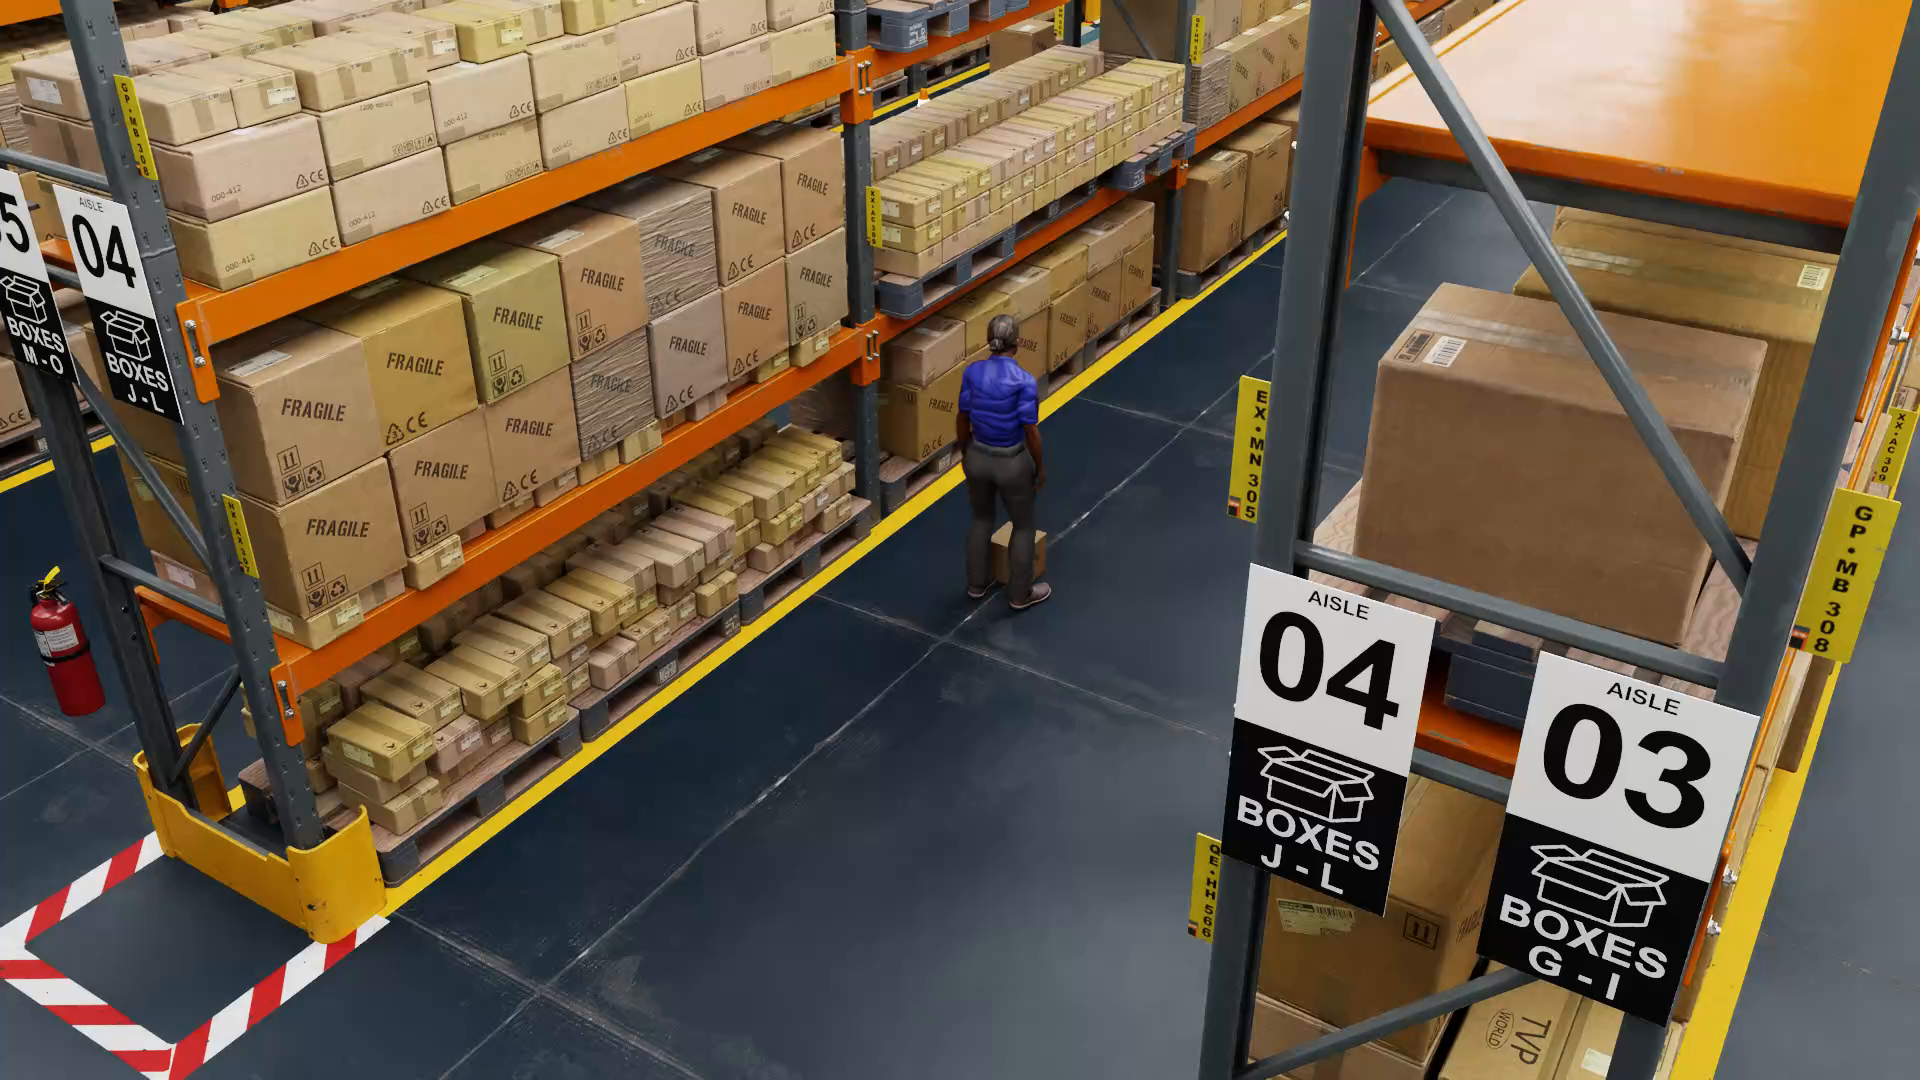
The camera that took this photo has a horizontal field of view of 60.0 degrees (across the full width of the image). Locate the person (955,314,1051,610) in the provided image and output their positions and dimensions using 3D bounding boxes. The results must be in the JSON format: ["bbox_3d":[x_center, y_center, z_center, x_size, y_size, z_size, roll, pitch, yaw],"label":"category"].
[{"bbox_3d":[0.224,-0.405,8.870,0.512,1.654,0.346,15,34,23],"label":"person"}]
